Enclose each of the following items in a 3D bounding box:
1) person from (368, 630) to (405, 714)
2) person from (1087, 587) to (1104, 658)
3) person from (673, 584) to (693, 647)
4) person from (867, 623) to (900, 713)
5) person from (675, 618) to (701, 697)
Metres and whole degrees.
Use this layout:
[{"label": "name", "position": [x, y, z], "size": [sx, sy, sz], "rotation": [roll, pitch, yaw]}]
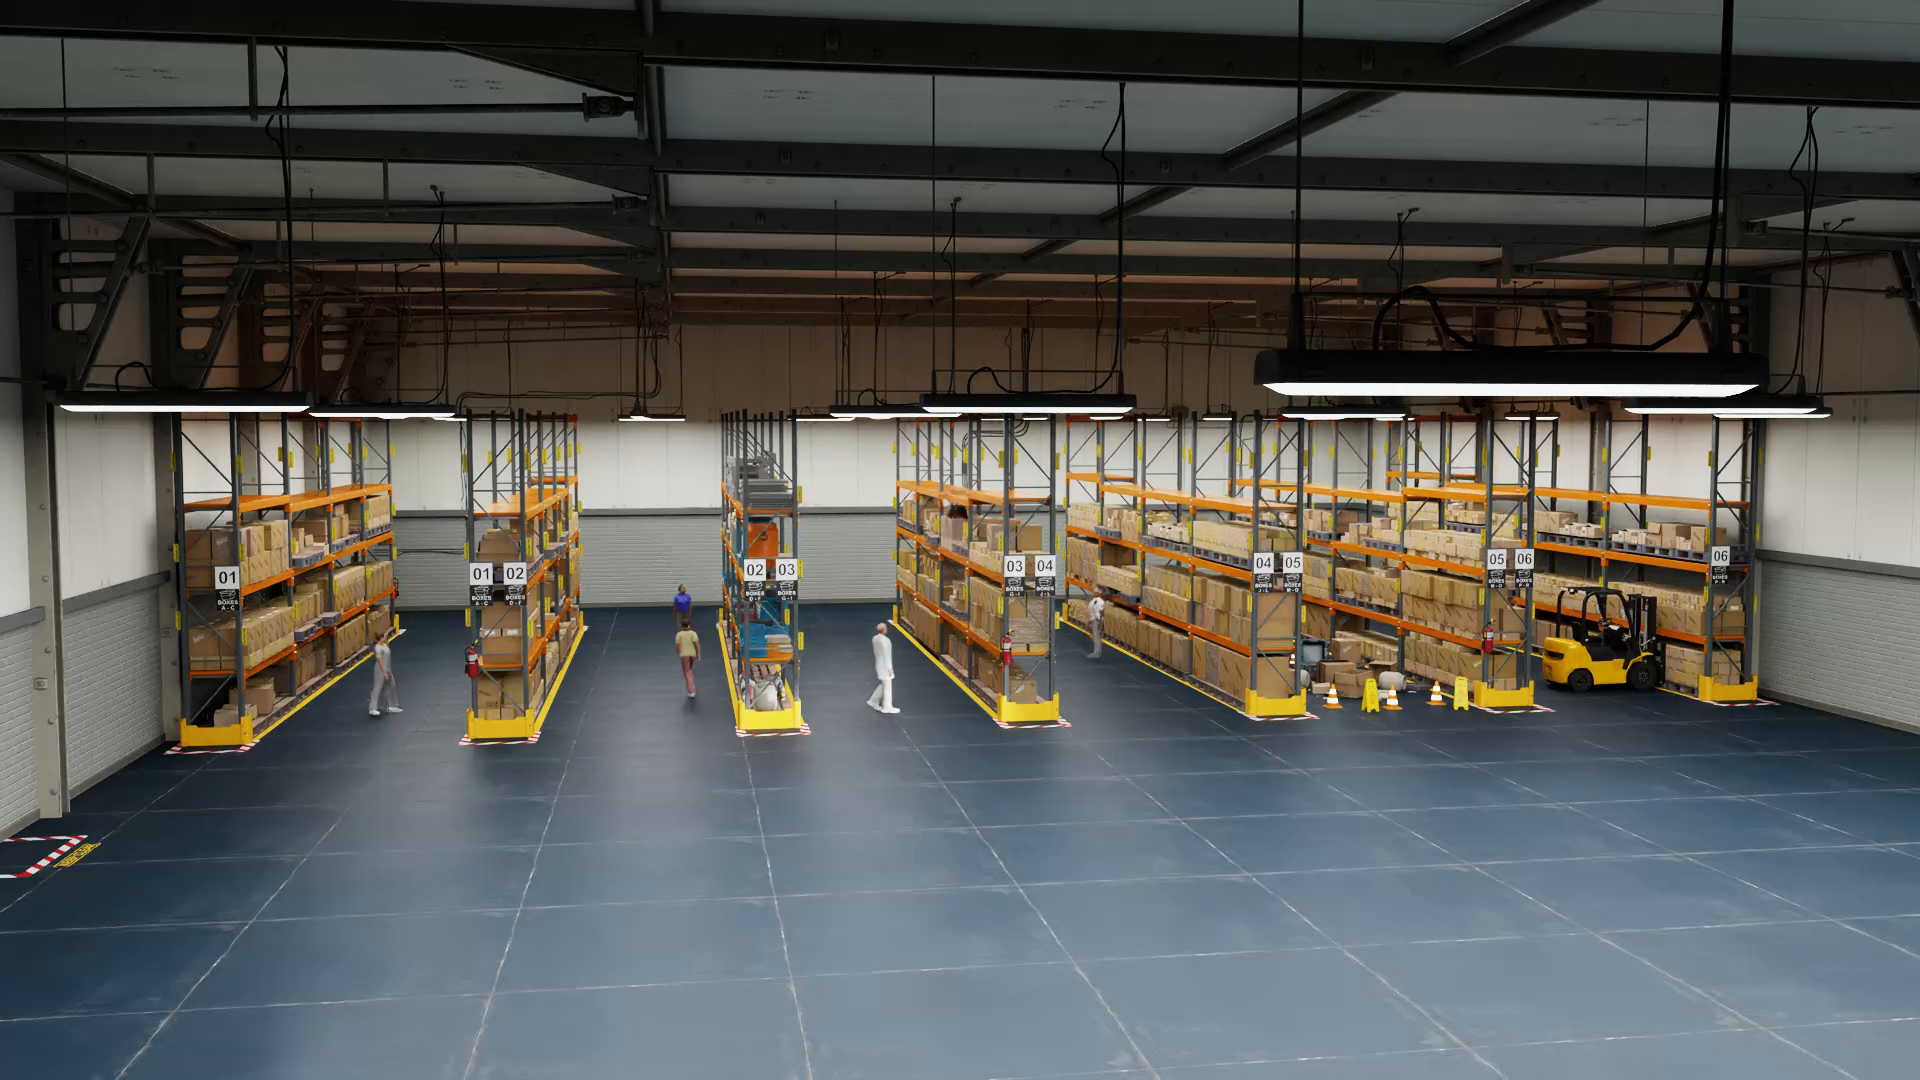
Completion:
[{"label": "person", "position": [-11.370, 2.612, 32.847], "size": [0.544, 1.693, 0.603], "rotation": [0, 4, 5]}, {"label": "person", "position": [3.286, 1.991, 40.436], "size": [0.444, 1.691, 0.498], "rotation": [-1, 4, -12]}, {"label": "person", "position": [-7.101, 1.932, 42.637], "size": [0.453, 1.617, 0.688], "rotation": [0, 4, 6]}, {"label": "person", "position": [-1.514, 2.542, 33.086], "size": [0.586, 1.799, 0.649], "rotation": [-1, 4, -17]}, {"label": "person", "position": [-5.769, 2.491, 34.986], "size": [0.446, 1.711, 0.600], "rotation": [-4, 5, -43]}]
